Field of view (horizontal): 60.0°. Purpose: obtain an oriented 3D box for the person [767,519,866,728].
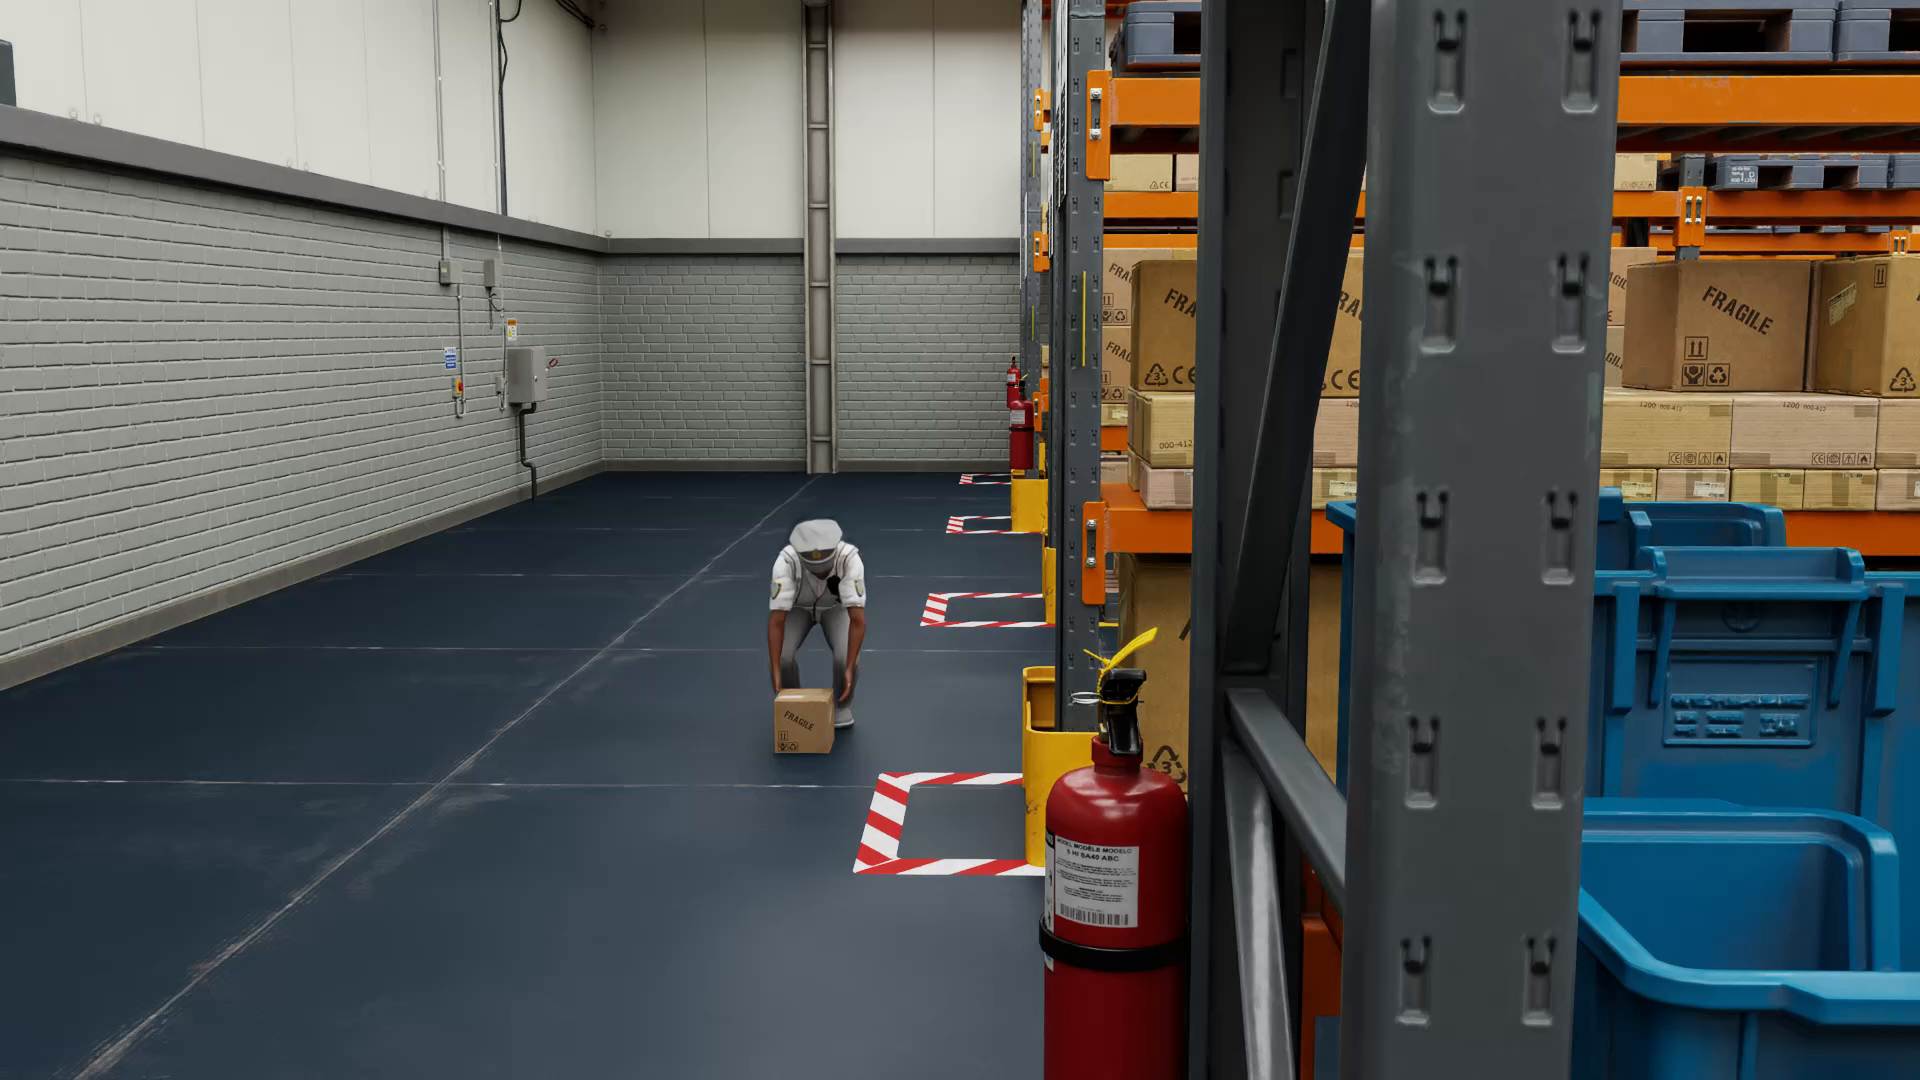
[{"bbox_3d":[-0.687,0.400,8.069,0.490,1.057,0.841,0,7,1],"label":"person"}]
